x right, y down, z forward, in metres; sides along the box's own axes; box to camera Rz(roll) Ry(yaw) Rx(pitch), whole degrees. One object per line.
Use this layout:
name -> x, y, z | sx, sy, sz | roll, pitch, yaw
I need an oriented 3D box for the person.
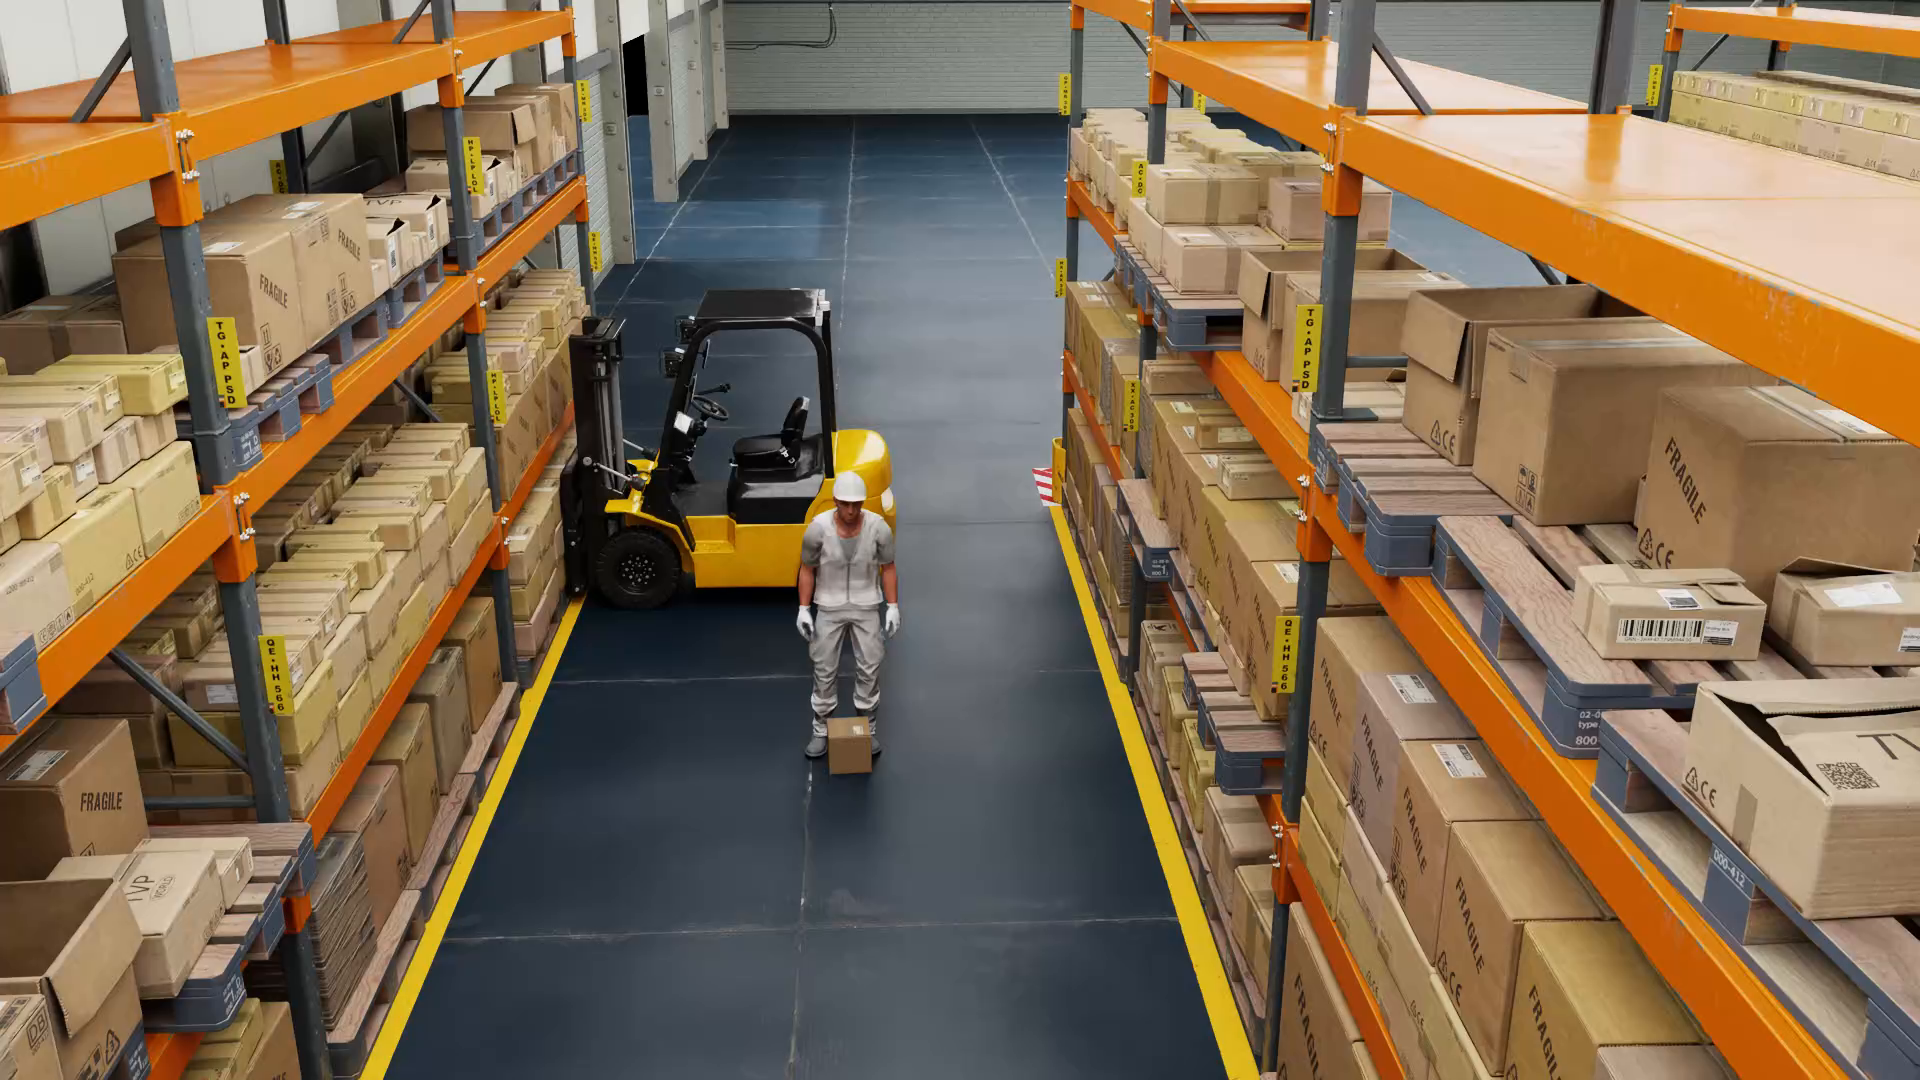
person -> -0.661, 0.431, 9.879 | 0.623, 1.780, 0.446 | -2, 20, -5
